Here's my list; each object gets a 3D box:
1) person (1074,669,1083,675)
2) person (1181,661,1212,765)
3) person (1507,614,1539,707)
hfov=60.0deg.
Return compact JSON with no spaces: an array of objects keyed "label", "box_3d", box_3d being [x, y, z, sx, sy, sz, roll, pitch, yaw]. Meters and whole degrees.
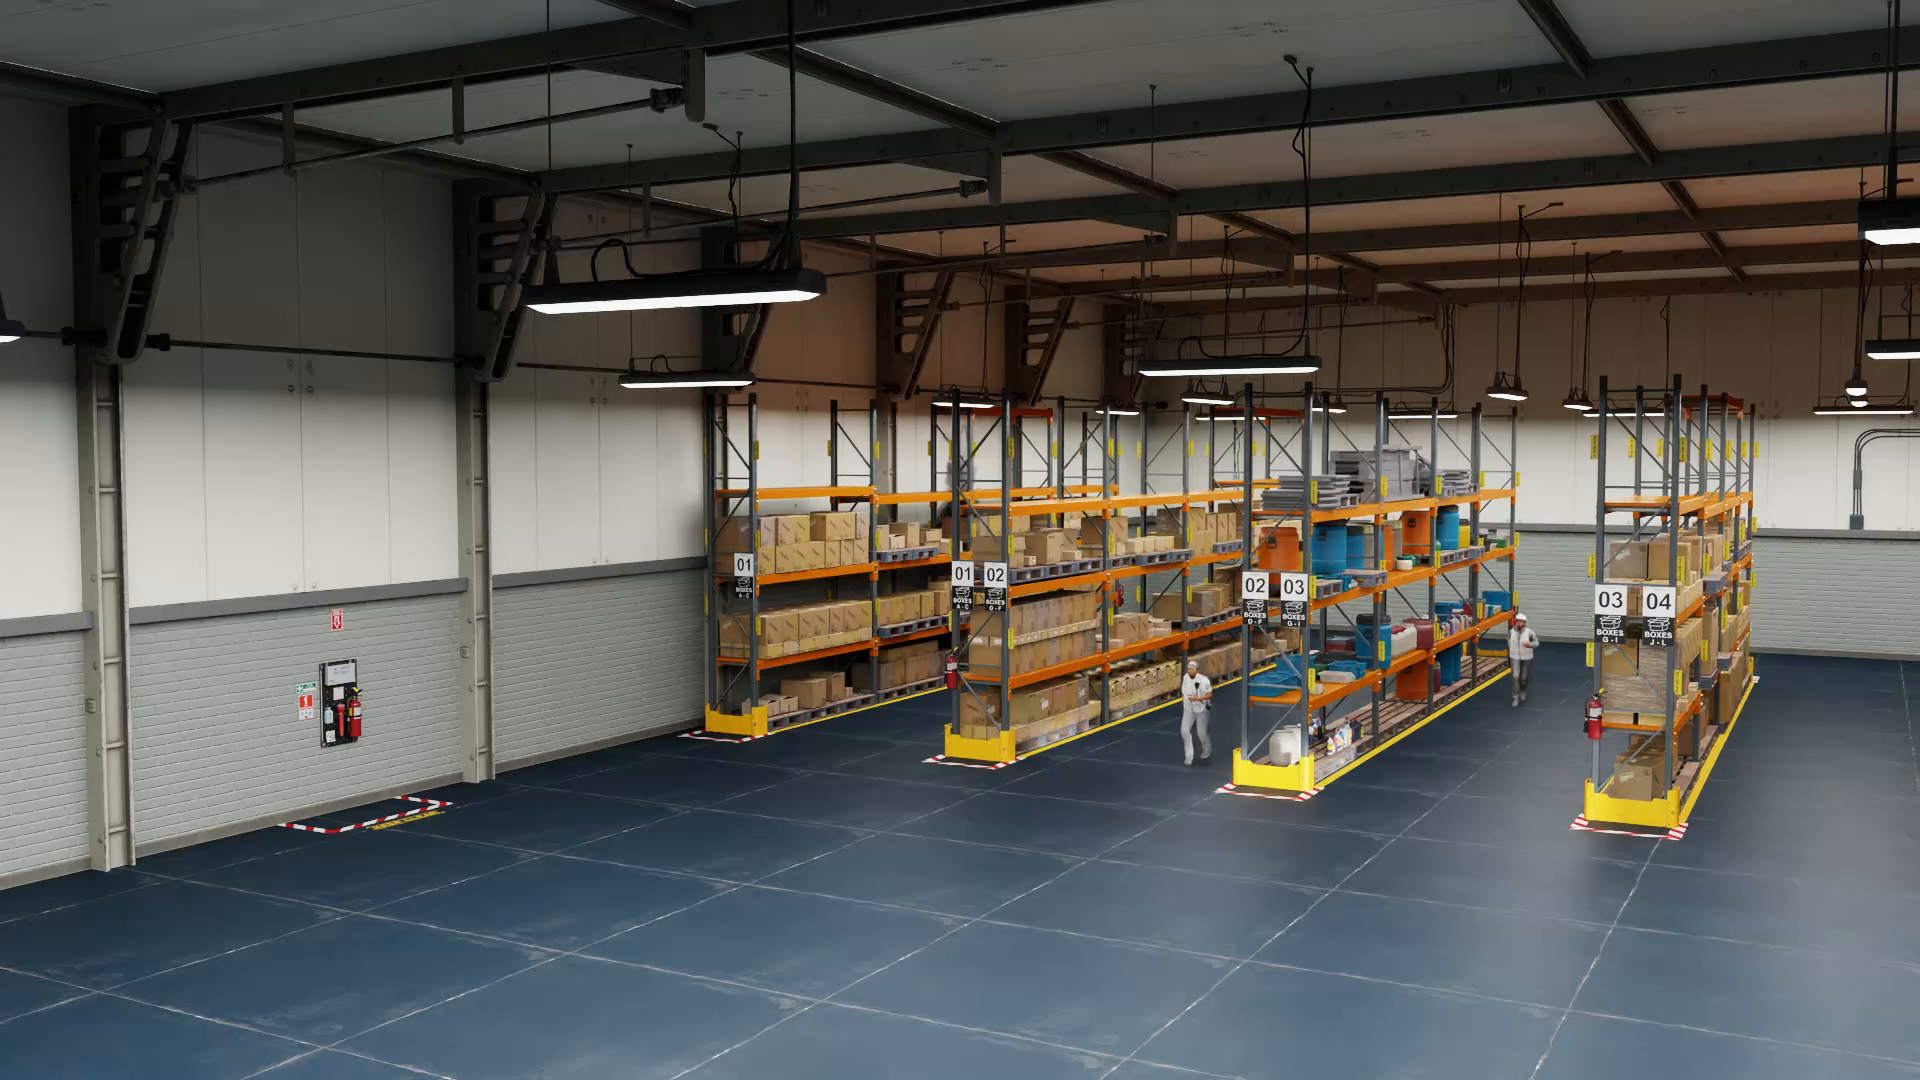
[{"label":"person","box_3d":[2.401,2.293,34.627,0.536,1.679,0.632,2,4,29]},{"label":"person","box_3d":[3.803,2.782,26.649,0.603,1.734,0.849,2,4,33]},{"label":"person","box_3d":[11.063,2.350,32.709,0.637,1.815,0.865,1,3,25]}]
